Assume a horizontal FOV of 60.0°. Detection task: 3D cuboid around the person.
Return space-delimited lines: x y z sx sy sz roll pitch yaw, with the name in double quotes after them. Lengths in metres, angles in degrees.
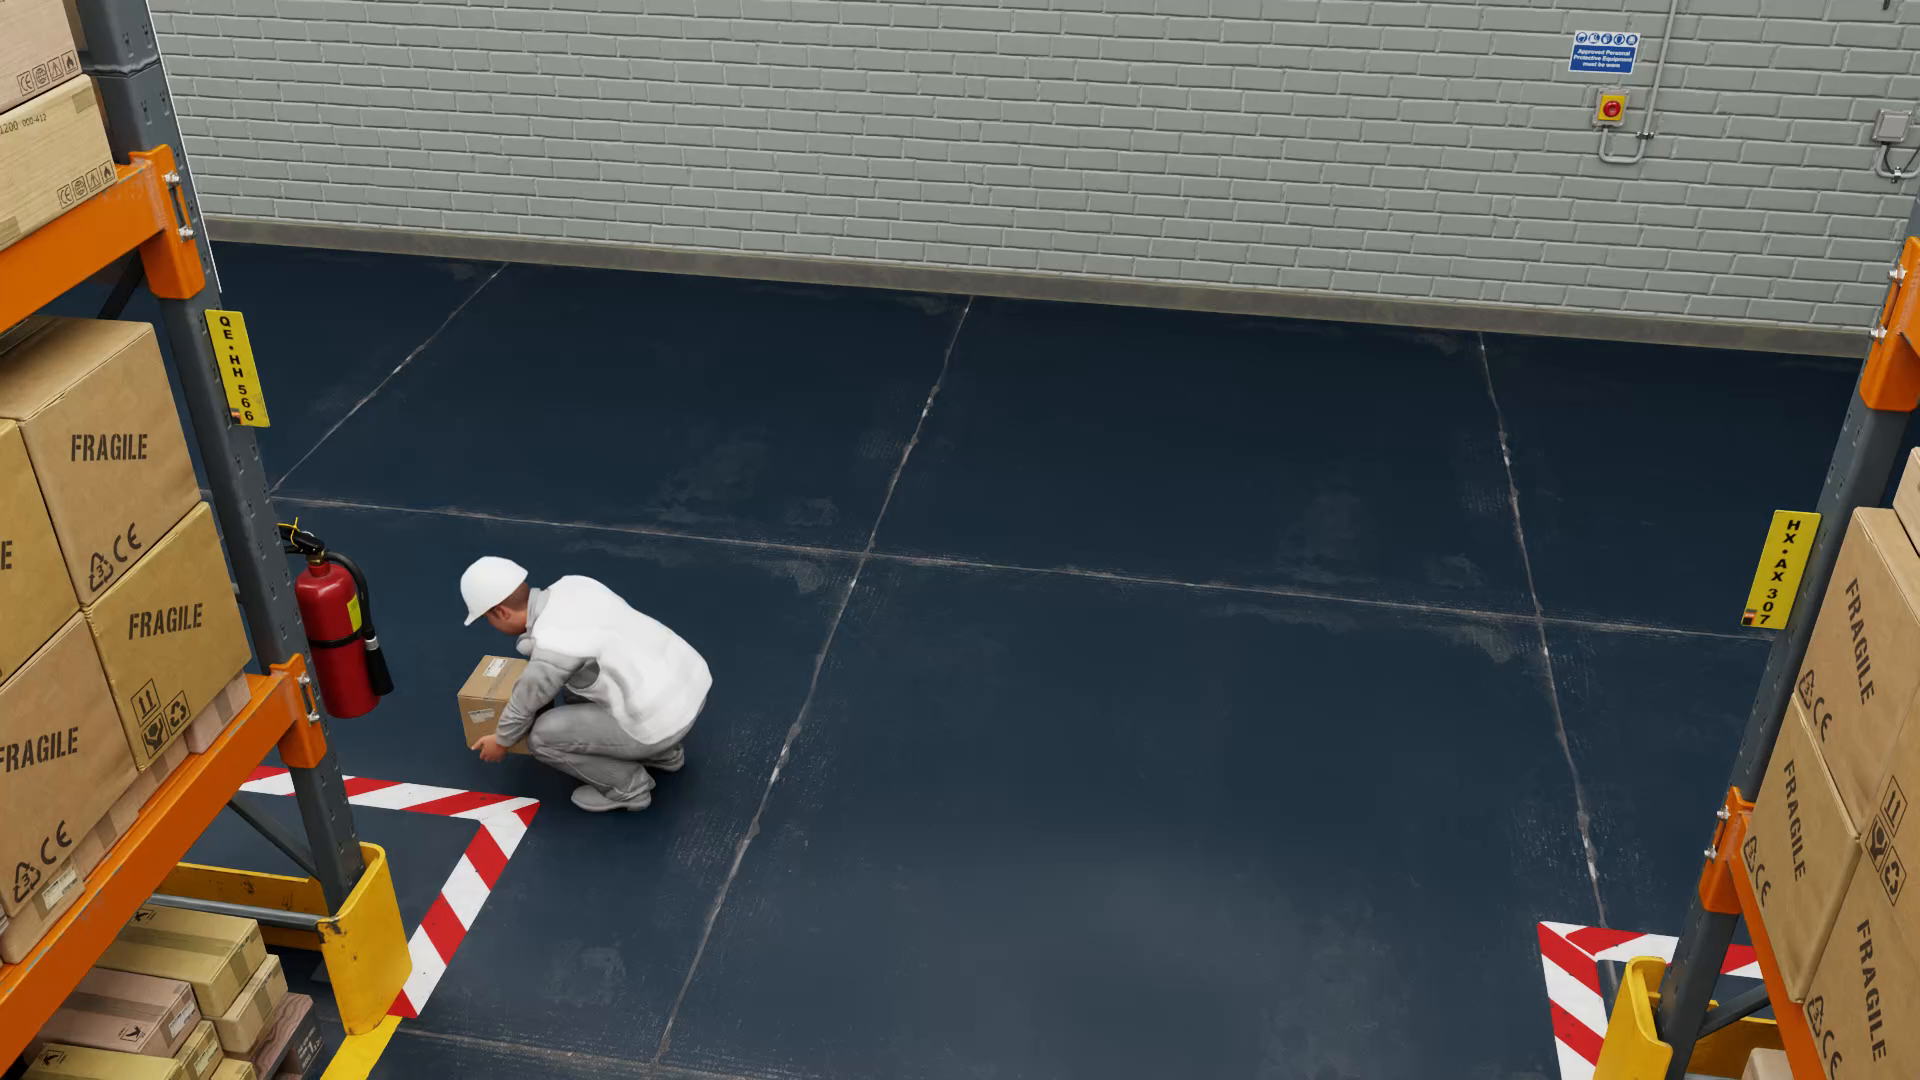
-1.356 0.496 6.051 0.854 1.012 0.527 5 33 8 "person"
